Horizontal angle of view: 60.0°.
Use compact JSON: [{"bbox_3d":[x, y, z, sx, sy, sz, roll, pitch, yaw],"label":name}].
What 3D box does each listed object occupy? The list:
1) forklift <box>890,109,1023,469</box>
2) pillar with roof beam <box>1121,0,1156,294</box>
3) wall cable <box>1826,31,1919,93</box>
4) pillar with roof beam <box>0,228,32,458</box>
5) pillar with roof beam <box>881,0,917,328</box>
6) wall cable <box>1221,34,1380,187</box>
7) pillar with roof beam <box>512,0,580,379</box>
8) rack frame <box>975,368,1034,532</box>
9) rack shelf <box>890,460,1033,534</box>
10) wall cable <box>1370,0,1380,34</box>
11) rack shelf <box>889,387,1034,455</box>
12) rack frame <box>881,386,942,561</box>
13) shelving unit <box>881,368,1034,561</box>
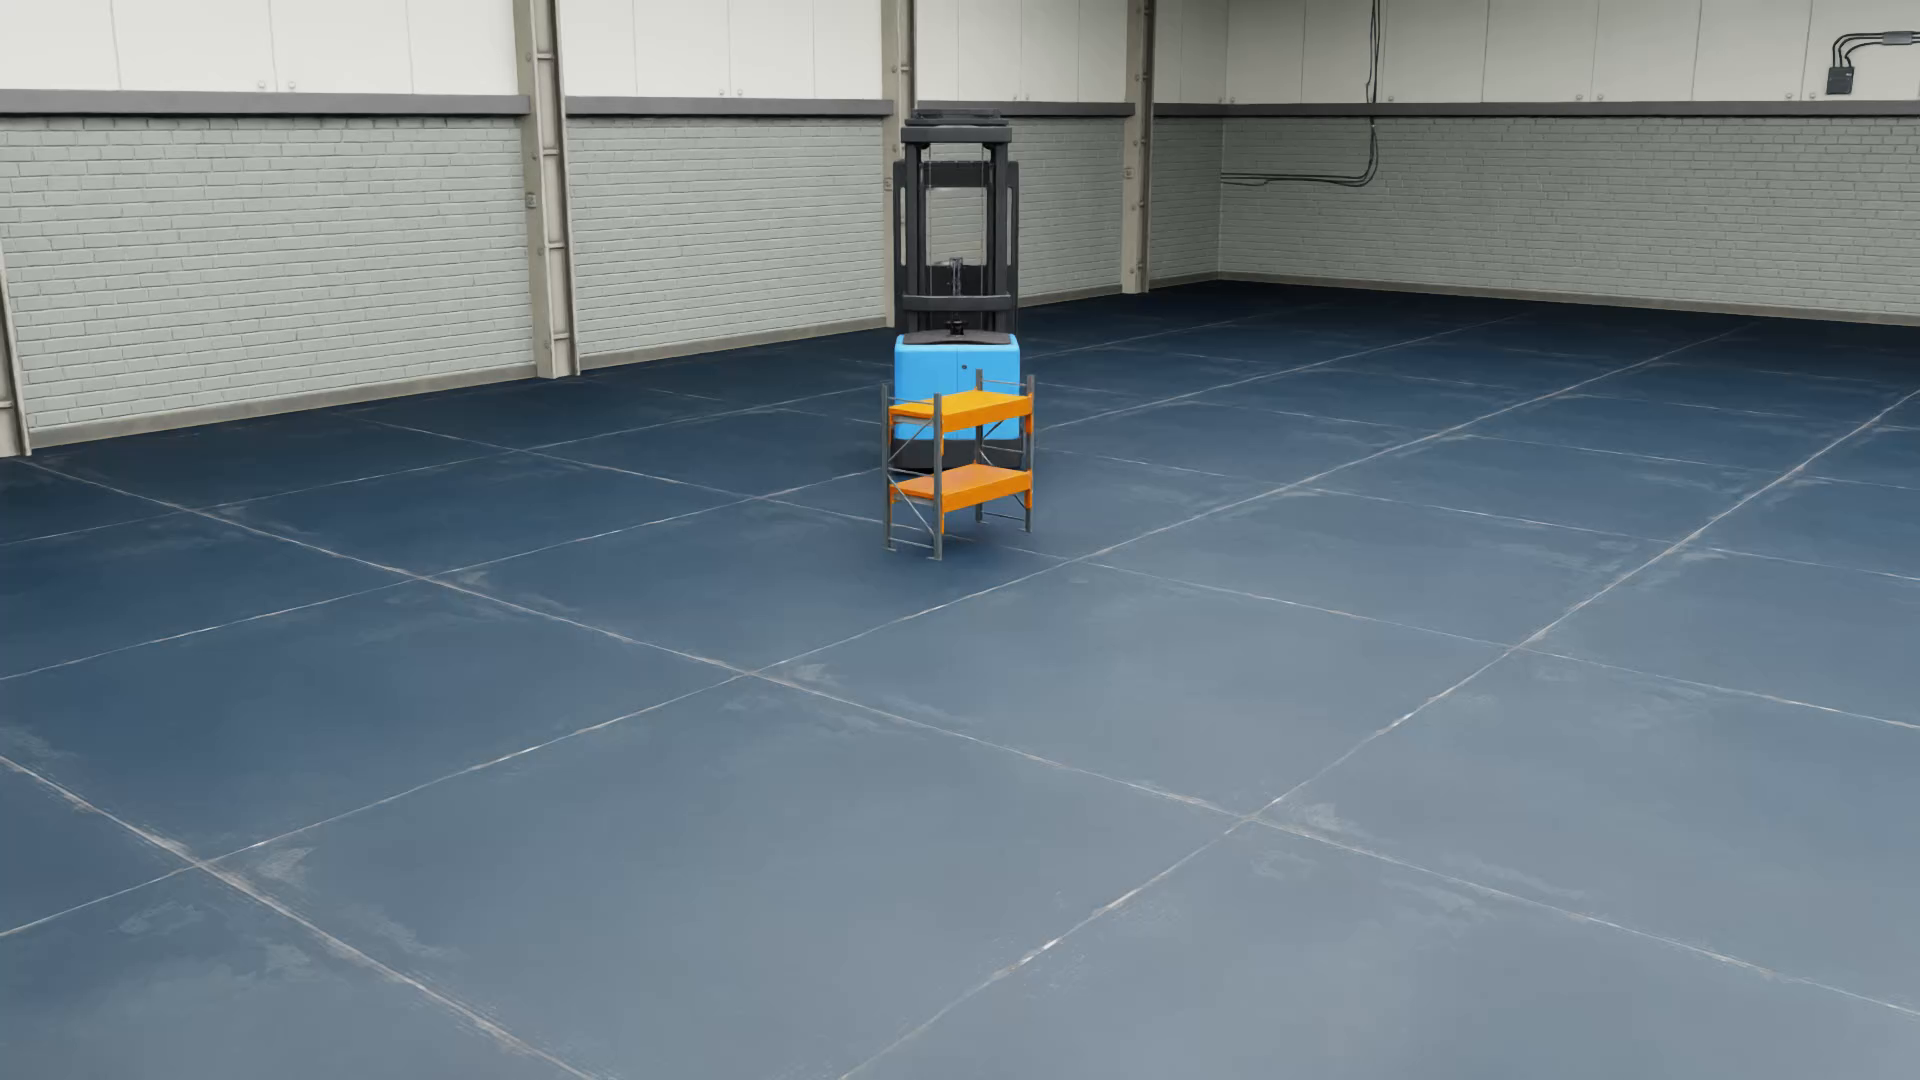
[{"bbox_3d":[-0.038,-2.314,14.781,1.130,2.935,3.031,0,14,-1],"label":"forklift"},{"bbox_3d":[6.295,-7.874,24.343,9.100,9.000,0.400,11,18,38],"label":"pillar with roof beam"},{"bbox_3d":[13.201,-9.076,22.167,2.305,6.003,0.169,11,18,38],"label":"wall cable"},{"bbox_3d":[-5.018,-4.427,10.774,9.100,9.000,0.400,11,18,38],"label":"pillar with roof beam"},{"bbox_3d":[2.524,-6.725,19.820,9.100,9.000,0.400,11,18,38],"label":"pillar with roof beam"},{"bbox_3d":[5.827,-7.395,28.763,3.097,2.526,0.112,11,18,38],"label":"wall cable"},{"bbox_3d":[-1.247,-5.576,15.297,9.100,9.000,0.400,11,18,38],"label":"pillar with roof beam"},{"bbox_3d":[0.315,-0.641,11.863,0.500,1.125,0.032,11,18,38],"label":"rack frame"},{"bbox_3d":[-0.004,-0.307,11.540,0.538,0.278,1.000,11,18,38],"label":"rack shelf"},{"bbox_3d":[7.931,-9.424,26.493,3.097,2.526,0.112,11,18,38],"label":"wall cable"},{"bbox_3d":[-0.004,-0.828,11.407,0.538,0.278,1.000,11,18,38],"label":"rack shelf"},{"bbox_3d":[-0.324,-0.447,11.096,0.500,1.125,0.032,11,18,38],"label":"rack frame"},{"bbox_3d":[-0.004,-0.544,11.479,0.538,1.125,1.048,11,18,38],"label":"shelving unit"}]
